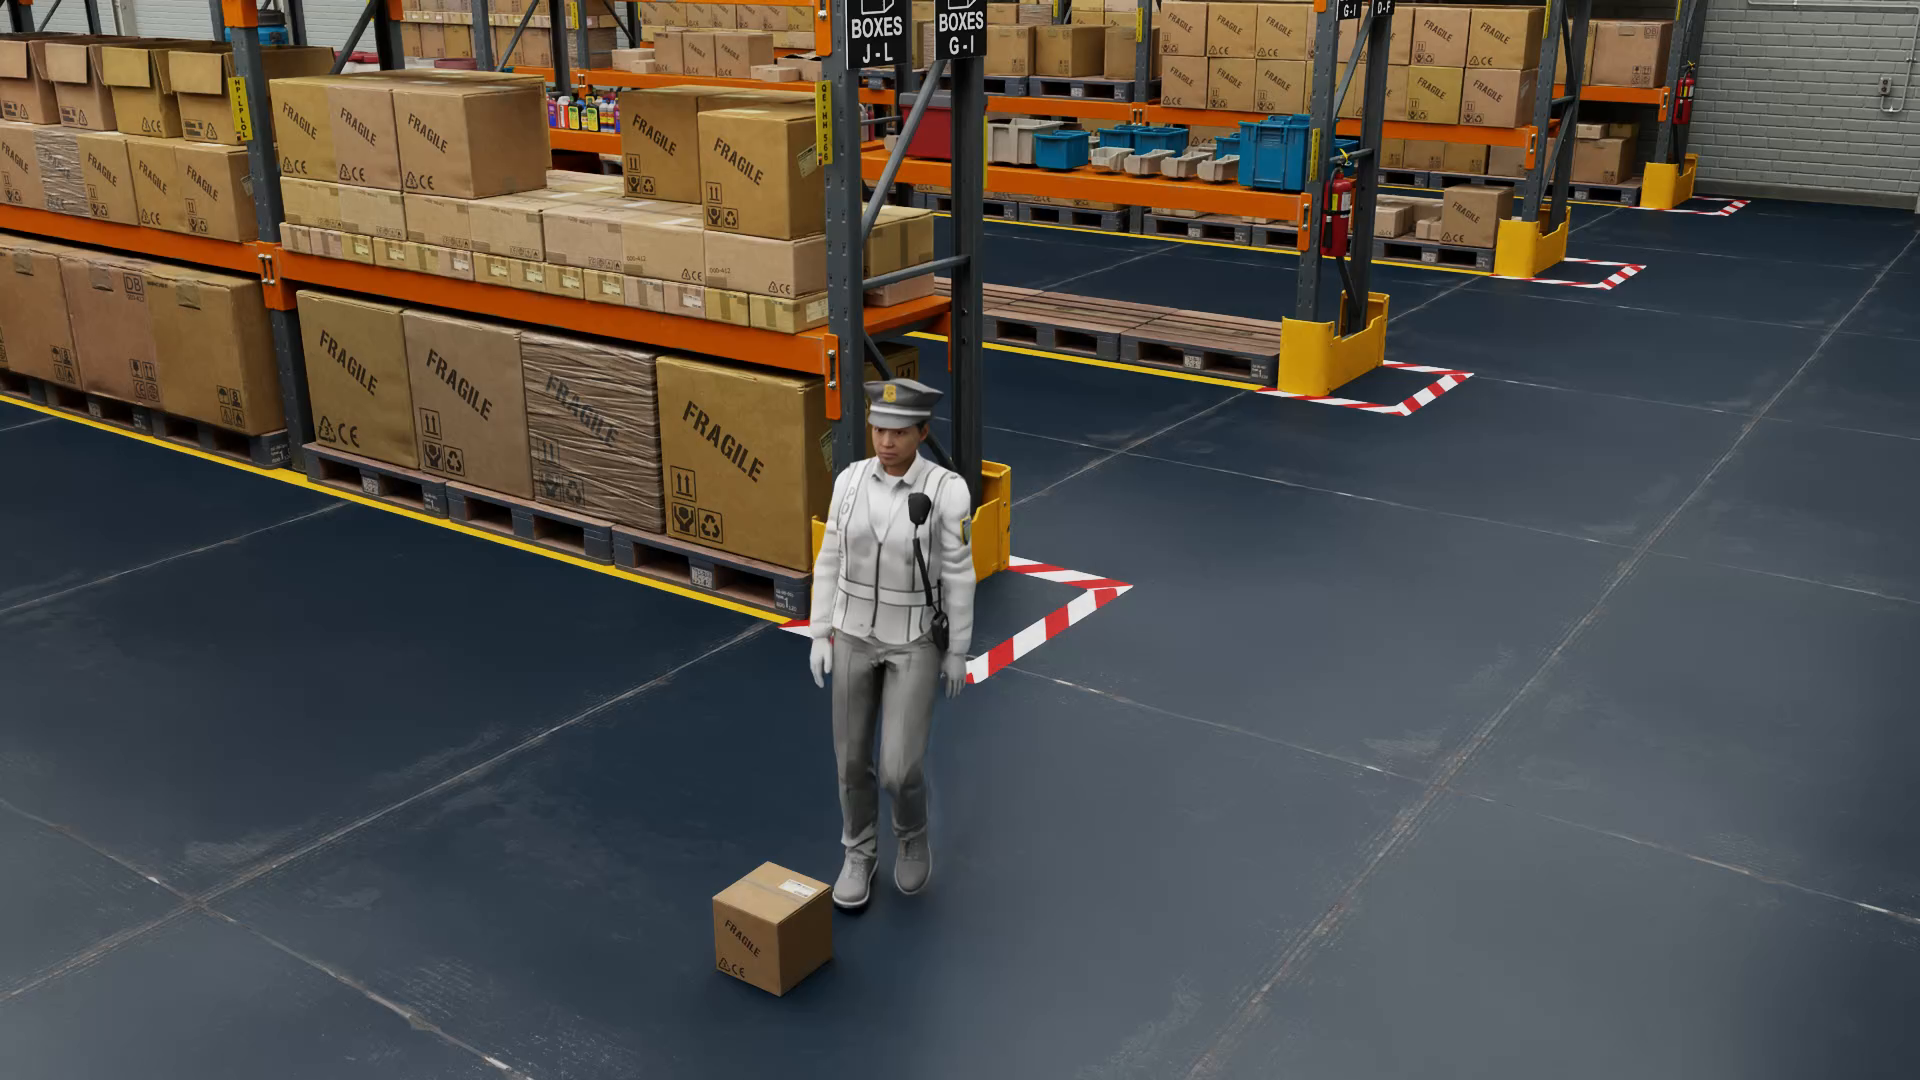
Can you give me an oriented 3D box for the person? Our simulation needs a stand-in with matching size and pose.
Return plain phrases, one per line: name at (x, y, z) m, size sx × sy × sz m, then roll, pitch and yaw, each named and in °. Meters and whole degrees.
person at (-0.231, 0.332, 5.085) m, size 0.516 × 1.685 × 0.481 m, roll 7°, pitch 21°, yaw 19°
